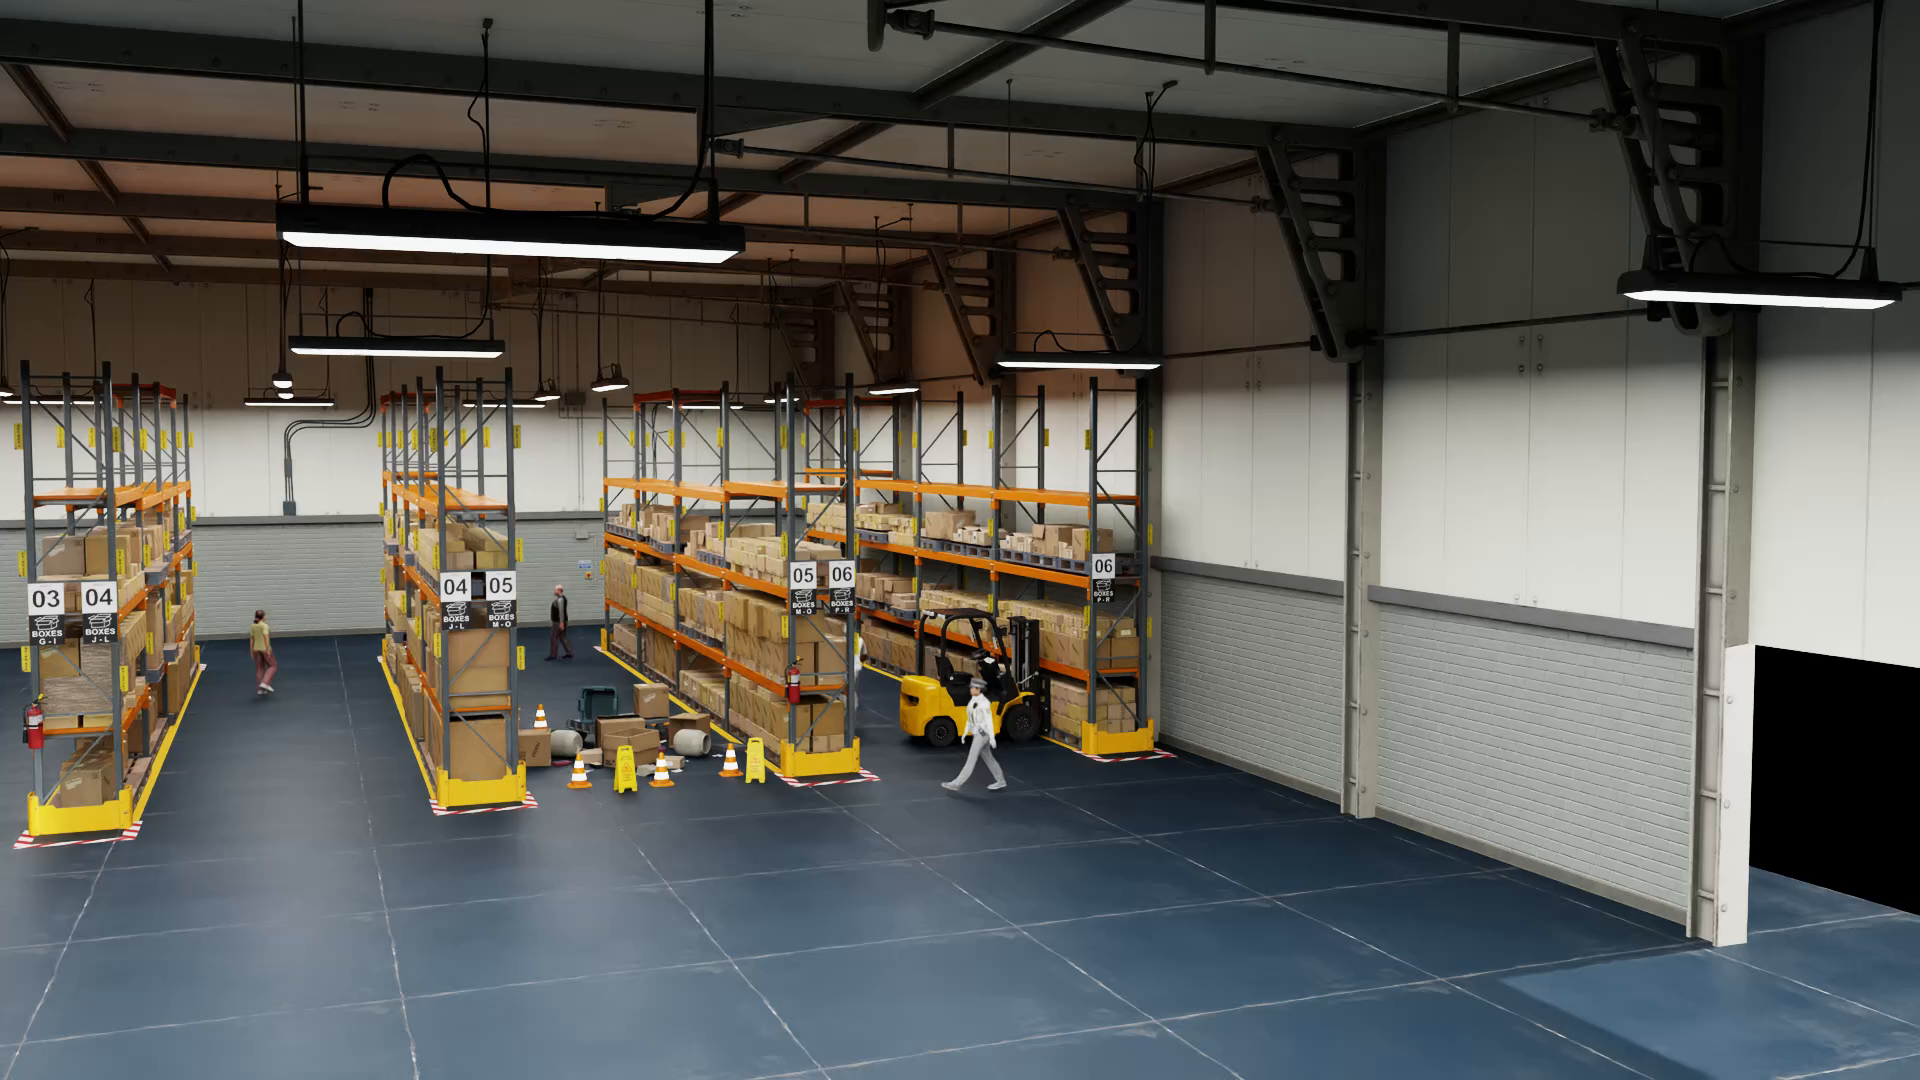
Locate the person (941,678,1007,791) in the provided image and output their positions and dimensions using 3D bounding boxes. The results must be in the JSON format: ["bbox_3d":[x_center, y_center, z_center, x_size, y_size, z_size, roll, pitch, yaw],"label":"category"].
[{"bbox_3d":[0.184,2.756,23.593,1.023,1.613,0.512,-1,4,-15],"label":"person"}]

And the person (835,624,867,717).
[{"bbox_3d":[-1.943,2.268,29.106,0.681,1.639,0.776,-1,4,-20],"label":"person"}]

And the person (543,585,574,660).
[{"bbox_3d":[-9.154,1.890,37.819,0.699,1.738,0.576,0,3,1],"label":"person"}]

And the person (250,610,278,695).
[{"bbox_3d":[-13.719,2.202,32.647,0.504,1.660,0.466,0,3,7],"label":"person"}]
